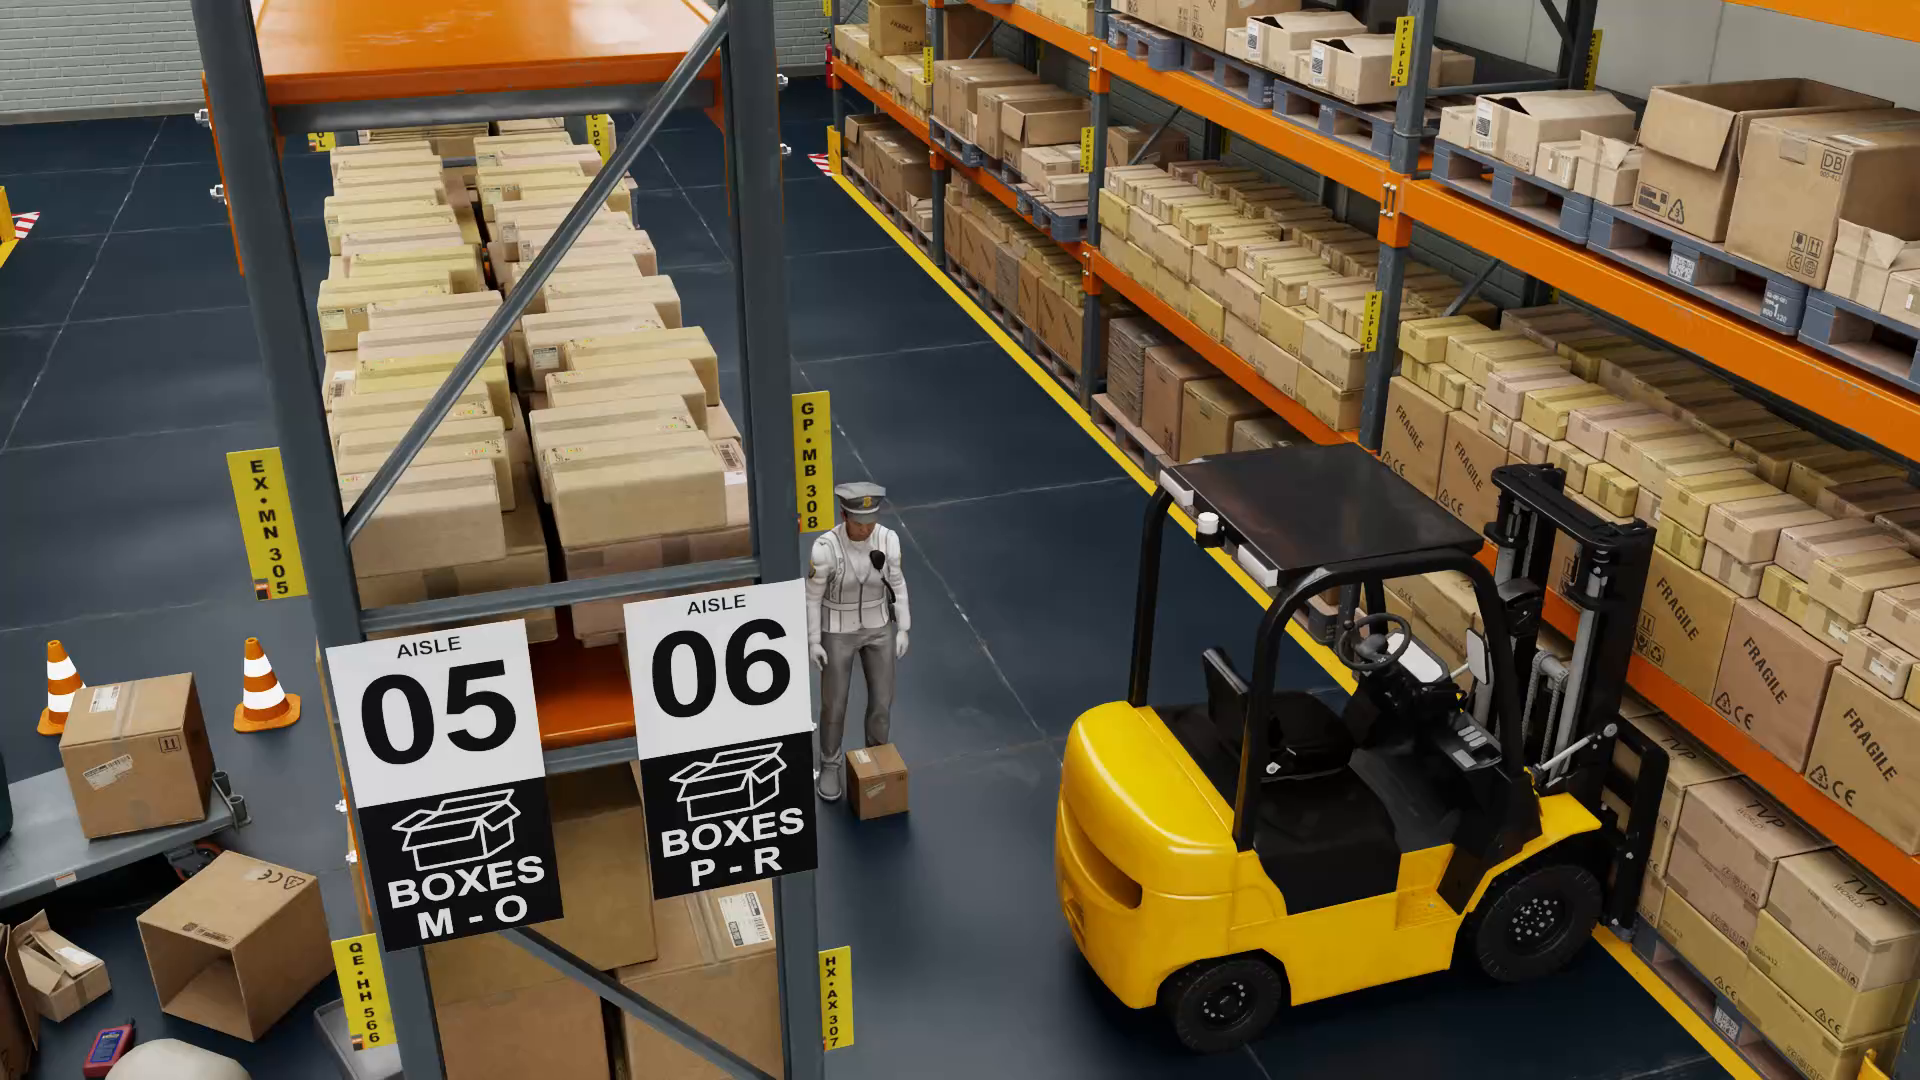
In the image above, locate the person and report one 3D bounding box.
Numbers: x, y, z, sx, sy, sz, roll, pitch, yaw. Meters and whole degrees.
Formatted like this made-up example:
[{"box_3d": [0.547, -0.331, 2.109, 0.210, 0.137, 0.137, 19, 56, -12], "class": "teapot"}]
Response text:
[{"box_3d": [-0.496, 0.477, 8.153, 0.530, 1.664, 0.404, -8, 28, -16], "class": "person"}]
